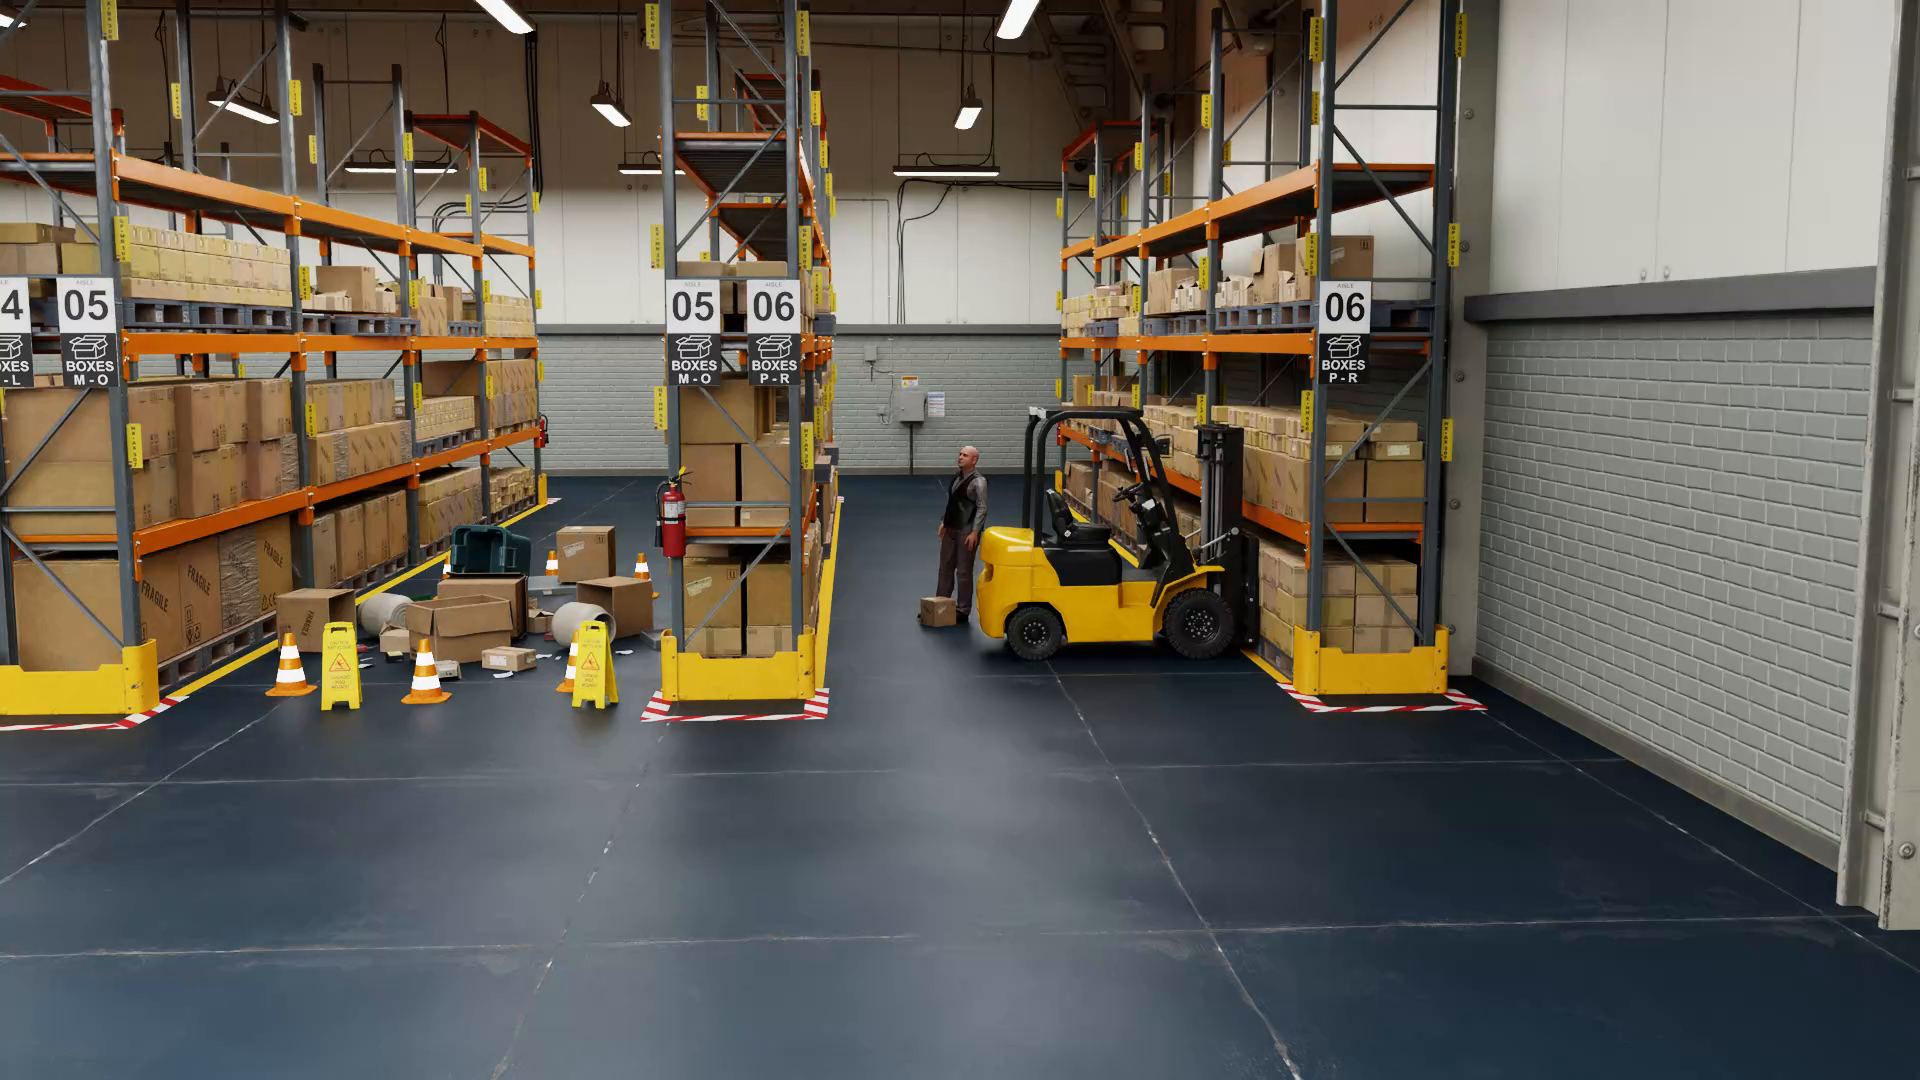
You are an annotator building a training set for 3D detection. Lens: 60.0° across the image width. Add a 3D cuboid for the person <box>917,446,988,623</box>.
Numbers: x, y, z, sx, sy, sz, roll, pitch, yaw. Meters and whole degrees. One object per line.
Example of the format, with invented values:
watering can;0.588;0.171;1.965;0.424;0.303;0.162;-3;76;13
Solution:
person;-0.038;-0.059;16.262;0.567;1.721;0.633;-4;8;-33
